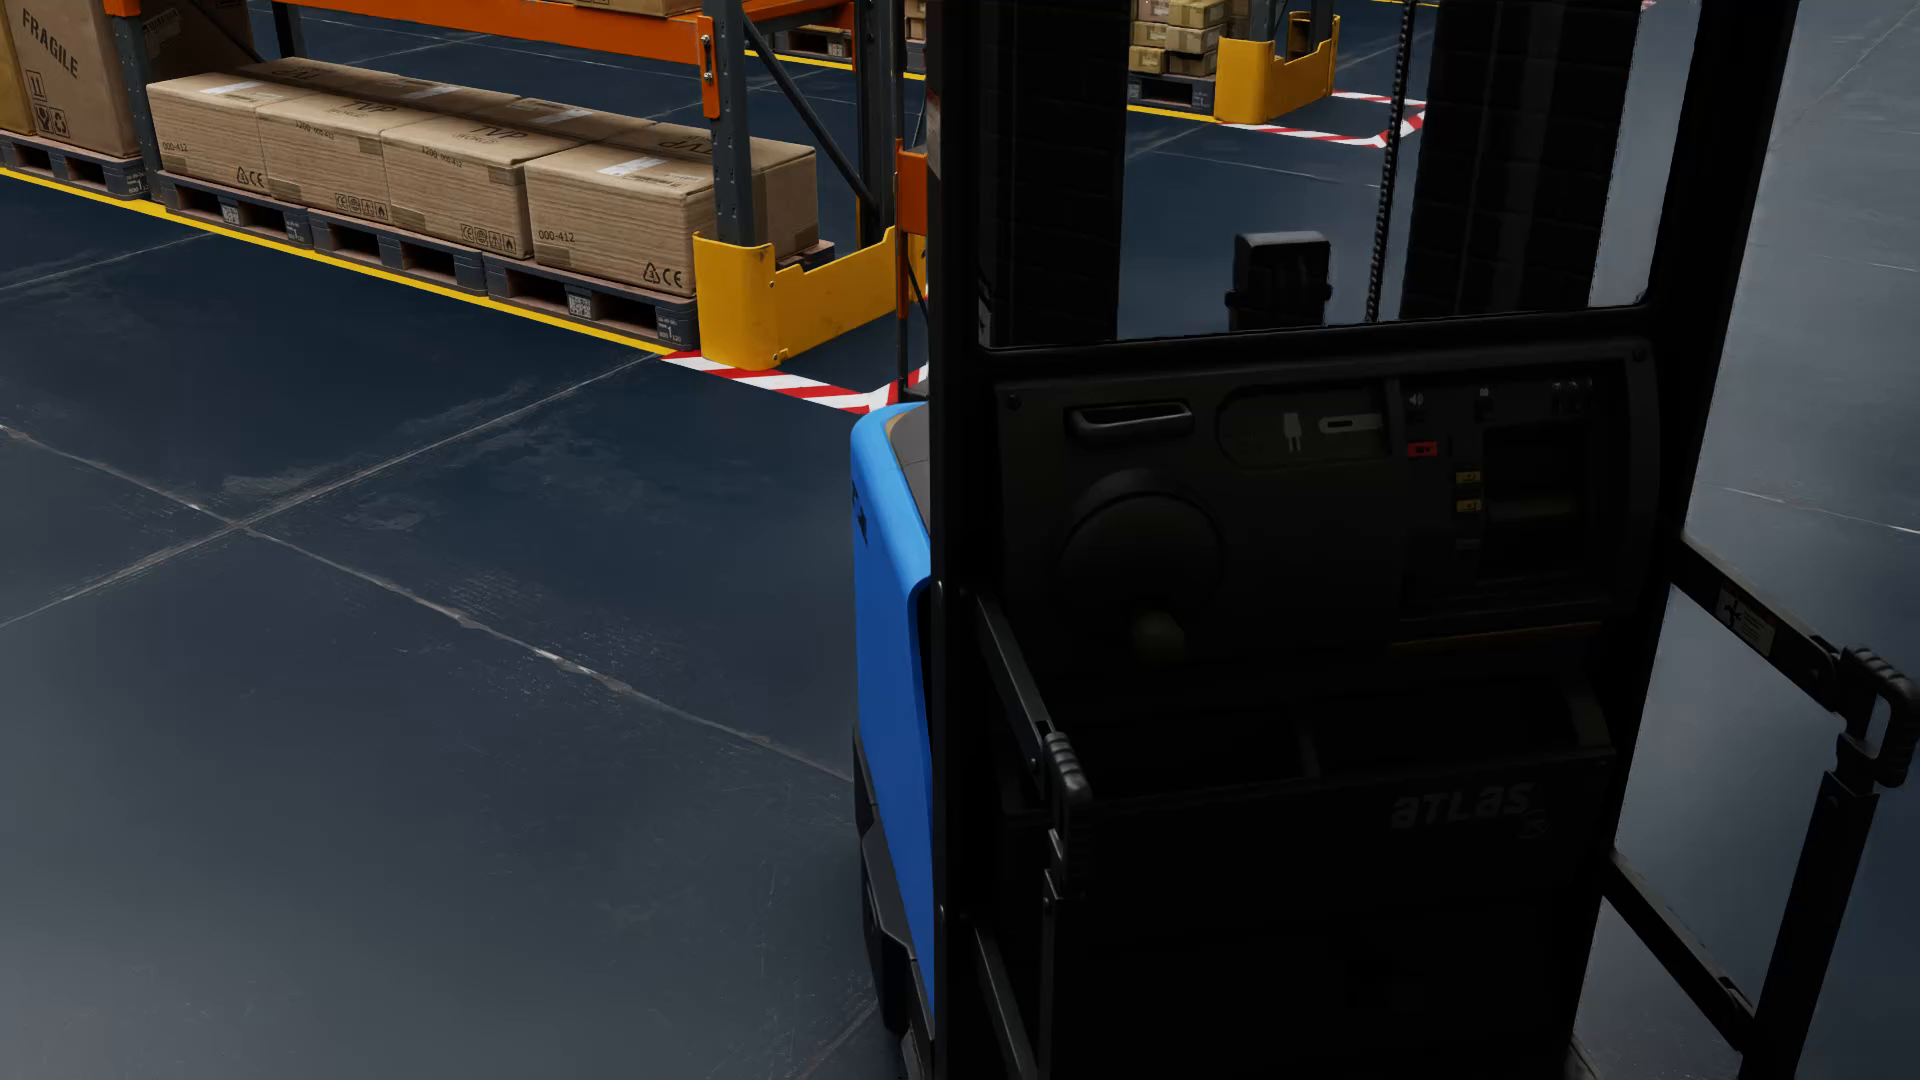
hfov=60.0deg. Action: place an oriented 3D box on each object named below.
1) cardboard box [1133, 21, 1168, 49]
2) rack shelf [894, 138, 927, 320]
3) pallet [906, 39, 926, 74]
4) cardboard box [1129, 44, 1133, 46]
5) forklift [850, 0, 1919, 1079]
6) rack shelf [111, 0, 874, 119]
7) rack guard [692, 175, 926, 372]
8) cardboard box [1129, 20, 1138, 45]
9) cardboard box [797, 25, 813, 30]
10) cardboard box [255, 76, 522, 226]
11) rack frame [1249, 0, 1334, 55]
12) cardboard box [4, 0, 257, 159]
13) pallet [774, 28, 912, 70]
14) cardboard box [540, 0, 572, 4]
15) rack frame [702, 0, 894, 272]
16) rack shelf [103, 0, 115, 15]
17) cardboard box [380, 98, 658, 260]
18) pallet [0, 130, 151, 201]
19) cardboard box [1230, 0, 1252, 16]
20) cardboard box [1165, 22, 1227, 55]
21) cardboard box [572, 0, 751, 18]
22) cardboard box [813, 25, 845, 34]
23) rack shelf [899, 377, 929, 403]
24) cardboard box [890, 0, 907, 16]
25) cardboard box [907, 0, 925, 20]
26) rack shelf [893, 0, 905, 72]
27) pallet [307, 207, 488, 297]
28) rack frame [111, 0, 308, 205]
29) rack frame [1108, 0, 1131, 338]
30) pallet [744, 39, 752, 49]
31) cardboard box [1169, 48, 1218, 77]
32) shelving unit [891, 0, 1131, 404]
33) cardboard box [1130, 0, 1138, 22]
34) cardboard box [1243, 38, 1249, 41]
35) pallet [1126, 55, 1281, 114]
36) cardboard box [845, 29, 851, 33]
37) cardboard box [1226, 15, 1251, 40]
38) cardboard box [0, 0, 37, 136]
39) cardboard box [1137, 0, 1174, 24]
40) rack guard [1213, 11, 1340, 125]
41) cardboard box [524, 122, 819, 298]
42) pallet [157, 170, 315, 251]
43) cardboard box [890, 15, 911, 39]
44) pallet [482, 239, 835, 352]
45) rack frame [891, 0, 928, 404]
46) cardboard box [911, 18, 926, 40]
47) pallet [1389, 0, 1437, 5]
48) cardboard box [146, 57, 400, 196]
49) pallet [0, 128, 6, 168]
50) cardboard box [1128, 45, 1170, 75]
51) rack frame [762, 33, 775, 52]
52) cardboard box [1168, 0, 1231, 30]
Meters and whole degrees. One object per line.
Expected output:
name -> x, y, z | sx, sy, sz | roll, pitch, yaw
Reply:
cardboard box -> 1.320, -3.299, 10.778 | 0.250, 0.149, 0.380 | 16, 31, 29
rack shelf -> 0.136, -0.881, 4.696 | 0.480, 0.518, 0.431 | 17, 32, 30
pallet -> 0.388, -3.446, 11.789 | 1.213, 0.211, 1.003 | 17, 32, 30
cardboard box -> 1.112, -3.236, 10.982 | 0.250, 0.149, 0.380 | 17, 32, 30
forklift -> 0.549, -0.016, 2.050 | 1.130, 2.935, 3.031 | -5, 27, -10
rack shelf -> -2.266, -2.451, 7.551 | 4.000, 0.370, 1.077 | 17, 32, 30
rack guard -> -0.597, -1.137, 6.934 | 0.348, 0.500, 1.175 | 17, 32, 30
cardboard box -> 1.076, -3.345, 10.868 | 0.250, 0.149, 0.380 | 16, 31, 28
cardboard box -> -1.077, -3.864, 12.216 | 0.250, 0.149, 0.380 | 16, 31, 28
cardboard box -> -2.719, -1.899, 8.036 | 0.875, 0.438, 0.875 | 16, 31, 29
rack frame -> 2.102, -4.134, 10.066 | 0.127, 3.000, 1.000 | 17, 32, 30
cardboard box -> -4.471, -2.654, 9.038 | 0.875, 0.875, 0.875 | 18, 32, 32
pallet -> -0.621, -3.759, 12.404 | 1.213, 0.211, 1.003 | 17, 32, 30
cardboard box -> -1.570, -2.462, 6.670 | 0.500, 0.500, 0.500 | 17, 31, 29
rack frame -> -0.617, -2.258, 6.379 | 0.127, 3.000, 1.000 | 17, 32, 30
rack shelf -> -5.563, -3.478, 9.570 | 4.000, 0.370, 1.077 | 17, 32, 30
cardboard box -> -1.977, -1.667, 7.580 | 0.875, 0.438, 0.875 | 18, 32, 32
pallet -> -4.593, -2.212, 9.364 | 1.213, 0.211, 1.003 | 17, 32, 30
cardboard box -> 1.863, -3.577, 10.997 | 0.250, 0.149, 0.380 | 16, 31, 28
cardboard box -> 1.505, -3.212, 10.607 | 0.250, 0.149, 0.380 | 16, 31, 29
cardboard box -> -1.165, -2.327, 6.405 | 0.500, 0.500, 0.500 | 18, 32, 31
cardboard box -> -0.858, -3.796, 12.082 | 0.250, 0.149, 0.380 | 18, 32, 32
rack shelf -> 0.136, -0.257, 5.014 | 0.480, 0.518, 0.431 | 17, 32, 30
cardboard box -> -0.376, -3.847, 11.854 | 0.250, 0.149, 0.380 | 16, 31, 28
cardboard box -> -0.163, -3.767, 11.698 | 0.250, 0.149, 0.380 | 19, 33, 33
rack shelf -> 0.136, -1.505, 4.379 | 0.480, 0.518, 0.431 | 17, 32, 30
pallet -> -2.322, -1.504, 7.974 | 1.213, 0.211, 1.003 | 17, 32, 30
rack frame -> -3.914, -3.285, 8.397 | 0.127, 3.000, 1.000 | 17, 32, 30
rack frame -> 0.338, -0.831, 4.567 | 0.015, 2.100, 0.400 | 17, 32, 30
pallet -> -1.838, -4.118, 13.109 | 1.213, 0.211, 1.003 | 17, 32, 30
cardboard box -> 1.550, -3.108, 10.730 | 0.250, 0.149, 0.380 | 18, 32, 31
shelving unit -> 0.136, -0.893, 4.690 | 0.503, 2.100, 0.431 | 17, 32, 30
cardboard box -> 1.062, -3.462, 10.770 | 0.250, 0.149, 0.380 | 17, 31, 29
cardboard box -> 1.851, -3.305, 11.117 | 0.250, 0.149, 0.380 | 18, 32, 31
pallet -> 1.390, -3.133, 11.173 | 1.213, 0.211, 1.003 | 17, 32, 30
cardboard box -> -0.623, -3.752, 11.995 | 0.250, 0.149, 0.380 | 17, 32, 30
cardboard box -> 1.816, -3.414, 11.003 | 0.250, 0.149, 0.380 | 19, 32, 32
cardboard box -> -5.220, -2.883, 9.488 | 0.875, 0.875, 0.875 | 18, 32, 32
cardboard box -> 1.348, -3.443, 10.733 | 0.250, 0.149, 0.380 | 18, 32, 31
rack guard -> 2.039, -3.040, 10.672 | 0.348, 0.500, 1.175 | 17, 32, 30
cardboard box -> -1.218, -1.435, 7.124 | 0.875, 0.438, 0.875 | 16, 31, 29
pallet -> -3.332, -1.817, 8.589 | 1.213, 0.211, 1.003 | 17, 32, 30
cardboard box -> -0.386, -3.705, 11.903 | 0.250, 0.149, 0.380 | 17, 31, 29
pallet -> -1.321, -1.191, 7.357 | 1.213, 0.211, 1.003 | 17, 32, 30
rack frame -> -0.065, -0.956, 4.813 | 0.015, 2.100, 0.400 | 17, 32, 30
cardboard box -> -0.144, -3.649, 11.793 | 0.250, 0.149, 0.380 | 16, 31, 28
pallet -> 4.290, -4.896, 14.638 | 1.213, 0.211, 1.003 | 17, 32, 30
cardboard box -> -3.458, -2.129, 8.488 | 0.875, 0.438, 0.875 | 17, 31, 30
pallet -> -5.603, -2.525, 9.979 | 1.213, 0.211, 1.003 | 17, 32, 30
cardboard box -> 1.281, -3.136, 10.786 | 0.250, 0.149, 0.380 | 18, 32, 32
rack frame -> -1.195, -5.161, 12.085 | 0.127, 3.000, 1.000 | 17, 32, 30
cardboard box -> 1.522, -3.357, 10.564 | 0.250, 0.149, 0.380 | 18, 32, 31
